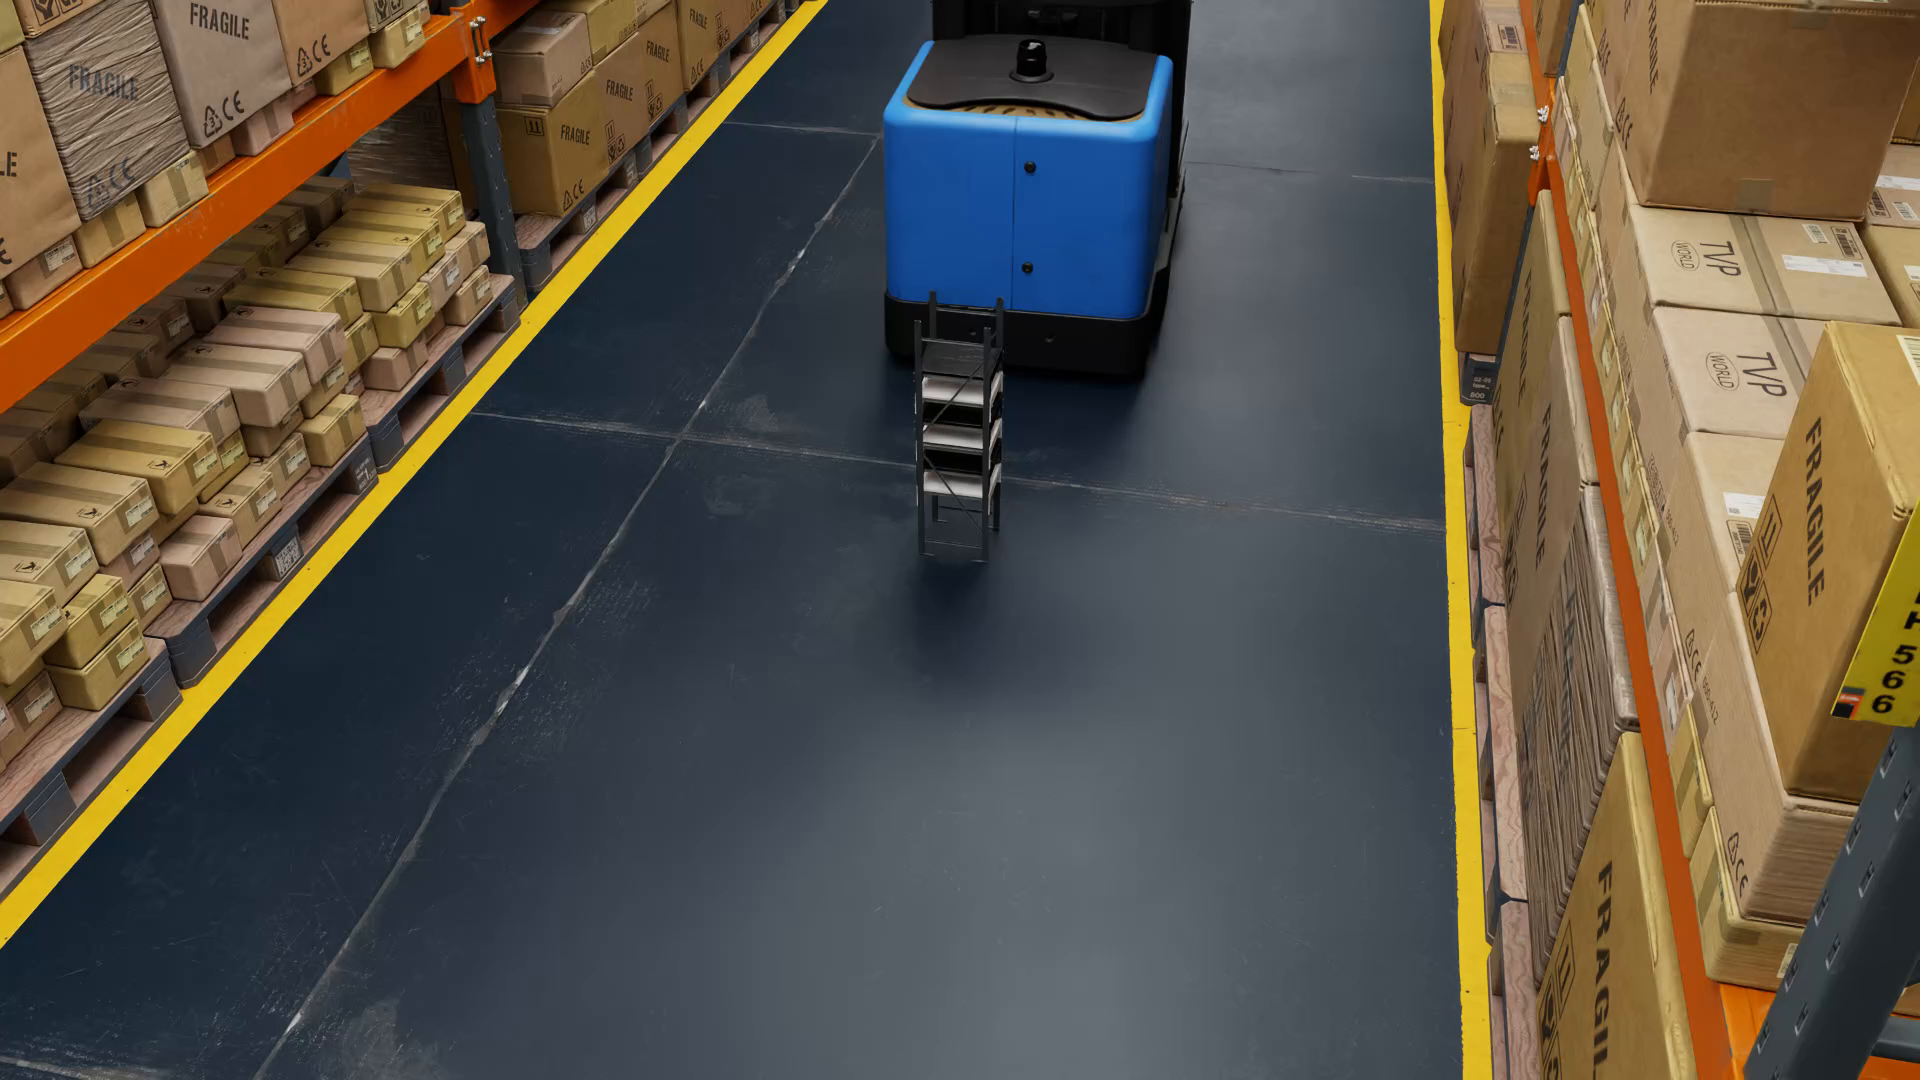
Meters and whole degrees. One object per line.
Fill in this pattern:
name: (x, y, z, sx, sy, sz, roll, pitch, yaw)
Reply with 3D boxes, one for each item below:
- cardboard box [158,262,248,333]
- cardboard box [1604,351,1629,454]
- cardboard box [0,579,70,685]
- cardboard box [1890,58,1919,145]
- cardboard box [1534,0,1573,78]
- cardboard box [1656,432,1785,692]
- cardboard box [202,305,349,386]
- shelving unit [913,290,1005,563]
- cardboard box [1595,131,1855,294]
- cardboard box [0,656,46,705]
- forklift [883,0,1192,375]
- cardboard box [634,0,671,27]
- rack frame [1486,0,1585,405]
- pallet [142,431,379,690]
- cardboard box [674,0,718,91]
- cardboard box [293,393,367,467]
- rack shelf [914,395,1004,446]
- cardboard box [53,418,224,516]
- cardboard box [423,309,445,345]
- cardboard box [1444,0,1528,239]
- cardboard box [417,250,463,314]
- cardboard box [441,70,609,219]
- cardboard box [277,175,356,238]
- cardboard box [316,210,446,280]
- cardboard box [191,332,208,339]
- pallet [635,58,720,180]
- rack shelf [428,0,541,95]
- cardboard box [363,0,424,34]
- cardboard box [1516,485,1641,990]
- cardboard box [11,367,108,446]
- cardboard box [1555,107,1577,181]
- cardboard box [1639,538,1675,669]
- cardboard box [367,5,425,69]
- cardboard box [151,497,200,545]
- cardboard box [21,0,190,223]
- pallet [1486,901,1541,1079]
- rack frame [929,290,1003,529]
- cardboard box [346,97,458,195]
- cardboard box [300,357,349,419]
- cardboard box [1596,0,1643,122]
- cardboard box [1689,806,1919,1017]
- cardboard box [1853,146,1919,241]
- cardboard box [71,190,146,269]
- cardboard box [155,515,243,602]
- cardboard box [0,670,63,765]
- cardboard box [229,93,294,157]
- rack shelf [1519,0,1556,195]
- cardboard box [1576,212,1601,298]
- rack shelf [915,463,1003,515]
cardboard box: (-2.783, -0.878, 5.970, 0.380, 0.149, 0.250, 6, 36, 9)
cardboard box: (1.700, -0.294, 3.814, 0.380, 0.149, 0.250, 8, 37, 11)
cardboard box: (-2.641, 0.230, 4.441, 0.380, 0.149, 0.250, 7, 37, 10)
cardboard box: (2.525, -1.347, 4.288, 0.500, 0.500, 0.500, 8, 37, 10)
cardboard box: (2.306, -1.910, 5.744, 0.500, 0.500, 0.500, 7, 37, 10)
cardboard box: (1.572, 0.064, 2.980, 0.500, 0.250, 0.500, 7, 36, 9)
cardboard box: (-2.334, -0.666, 5.678, 0.380, 0.149, 0.250, 6, 36, 8)
shelving unit: (-0.002, -0.360, 5.479, 0.258, 0.900, 0.210, 7, 37, 10)
cardboard box: (1.900, -0.808, 4.184, 0.500, 0.250, 0.500, 8, 37, 11)
cardboard box: (-2.763, 0.340, 4.542, 0.380, 0.149, 0.250, 8, 37, 11)
forklift: (0.470, -2.695, 6.970, 1.130, 2.935, 3.031, 6, 36, 8)
cardboard box: (-1.710, -2.697, 8.048, 0.500, 0.250, 0.500, 9, 37, 12)
rack frame: (2.473, -1.567, 5.357, 1.000, 3.000, 0.127, 7, 37, 10)
pallet: (-2.718, -0.027, 5.607, 1.003, 0.211, 1.213, 7, 37, 10)
cardboard box: (-1.593, -2.686, 8.672, 0.500, 0.500, 0.500, 6, 36, 8)
cardboard box: (-2.323, -0.402, 5.820, 0.380, 0.149, 0.250, 7, 37, 10)
rack shelf: (-0.002, -0.406, 5.446, 0.258, 0.077, 0.200, 7, 37, 10)
cardboard box: (-2.500, -0.225, 5.069, 0.380, 0.149, 0.250, 8, 37, 11)
cardboard box: (-2.239, -0.857, 6.448, 0.380, 0.149, 0.250, 8, 37, 11)
cardboard box: (2.780, -1.759, 7.074, 1.225, 0.875, 0.875, 6, 36, 8)
cardboard box: (-2.153, -1.006, 6.400, 0.380, 0.149, 0.250, 6, 36, 8)
cardboard box: (-1.934, -1.795, 7.443, 0.500, 0.500, 0.500, 9, 37, 12)
cardboard box: (-2.627, -1.332, 6.597, 0.380, 0.149, 0.250, 9, 37, 12)
cardboard box: (-2.189, -1.116, 6.298, 0.380, 0.149, 0.250, 8, 37, 11)
cardboard box: (-2.785, -0.761, 6.061, 0.380, 0.149, 0.250, 6, 36, 8)
pallet: (-1.928, -2.266, 8.697, 1.003, 0.211, 1.213, 7, 37, 10)
rack shelf: (-1.924, -3.102, 8.088, 1.077, 0.370, 4.000, 7, 37, 10)
cardboard box: (-2.178, -2.095, 5.746, 0.500, 0.500, 0.500, 7, 37, 10)
cardboard box: (1.871, 0.517, 3.933, 0.875, 0.875, 0.875, 7, 37, 10)
cardboard box: (-2.986, -0.439, 5.365, 0.380, 0.149, 0.250, 7, 37, 10)
cardboard box: (2.029, -1.187, 5.046, 0.380, 0.149, 0.250, 6, 36, 8)
cardboard box: (1.536, 0.145, 3.207, 0.380, 0.149, 0.250, 8, 37, 11)
cardboard box: (-2.132, -1.791, 5.879, 0.380, 0.149, 0.250, 6, 36, 9)
cardboard box: (-2.621, -0.118, 5.174, 0.380, 0.149, 0.250, 9, 37, 12)
cardboard box: (-2.530, -1.220, 4.538, 0.500, 0.500, 0.500, 6, 36, 9)
pallet: (1.713, 1.387, 3.657, 1.003, 0.211, 1.213, 7, 37, 10)
rack frame: (0.020, -0.418, 5.560, 0.240, 0.900, 0.006, 7, 37, 10)
cardboard box: (-2.439, -1.861, 7.534, 0.500, 0.500, 0.500, 7, 36, 9)
cardboard box: (-2.378, -0.570, 5.799, 0.380, 0.149, 0.250, 8, 37, 11)
cardboard box: (2.008, -1.407, 4.370, 0.500, 0.500, 0.500, 7, 37, 10)
cardboard box: (1.373, 0.582, 2.605, 0.380, 0.149, 0.250, 8, 37, 11)
cardboard box: (2.418, -0.752, 4.105, 0.500, 0.250, 0.500, 8, 37, 11)
cardboard box: (-2.533, -0.898, 4.646, 0.380, 0.149, 0.250, 9, 37, 12)
cardboard box: (-2.497, 0.044, 5.205, 0.380, 0.149, 0.250, 6, 36, 8)
cardboard box: (-2.758, 0.467, 4.622, 0.380, 0.149, 0.250, 8, 37, 10)
cardboard box: (-2.355, -1.341, 5.258, 0.380, 0.149, 0.250, 6, 36, 8)
rack shelf: (2.900, -2.423, 7.150, 1.077, 0.370, 4.000, 7, 37, 10)
cardboard box: (1.864, -0.738, 4.427, 0.380, 0.149, 0.250, 7, 36, 9)
rack shelf: (-0.002, -0.187, 5.605, 0.258, 0.077, 0.200, 7, 37, 10)
